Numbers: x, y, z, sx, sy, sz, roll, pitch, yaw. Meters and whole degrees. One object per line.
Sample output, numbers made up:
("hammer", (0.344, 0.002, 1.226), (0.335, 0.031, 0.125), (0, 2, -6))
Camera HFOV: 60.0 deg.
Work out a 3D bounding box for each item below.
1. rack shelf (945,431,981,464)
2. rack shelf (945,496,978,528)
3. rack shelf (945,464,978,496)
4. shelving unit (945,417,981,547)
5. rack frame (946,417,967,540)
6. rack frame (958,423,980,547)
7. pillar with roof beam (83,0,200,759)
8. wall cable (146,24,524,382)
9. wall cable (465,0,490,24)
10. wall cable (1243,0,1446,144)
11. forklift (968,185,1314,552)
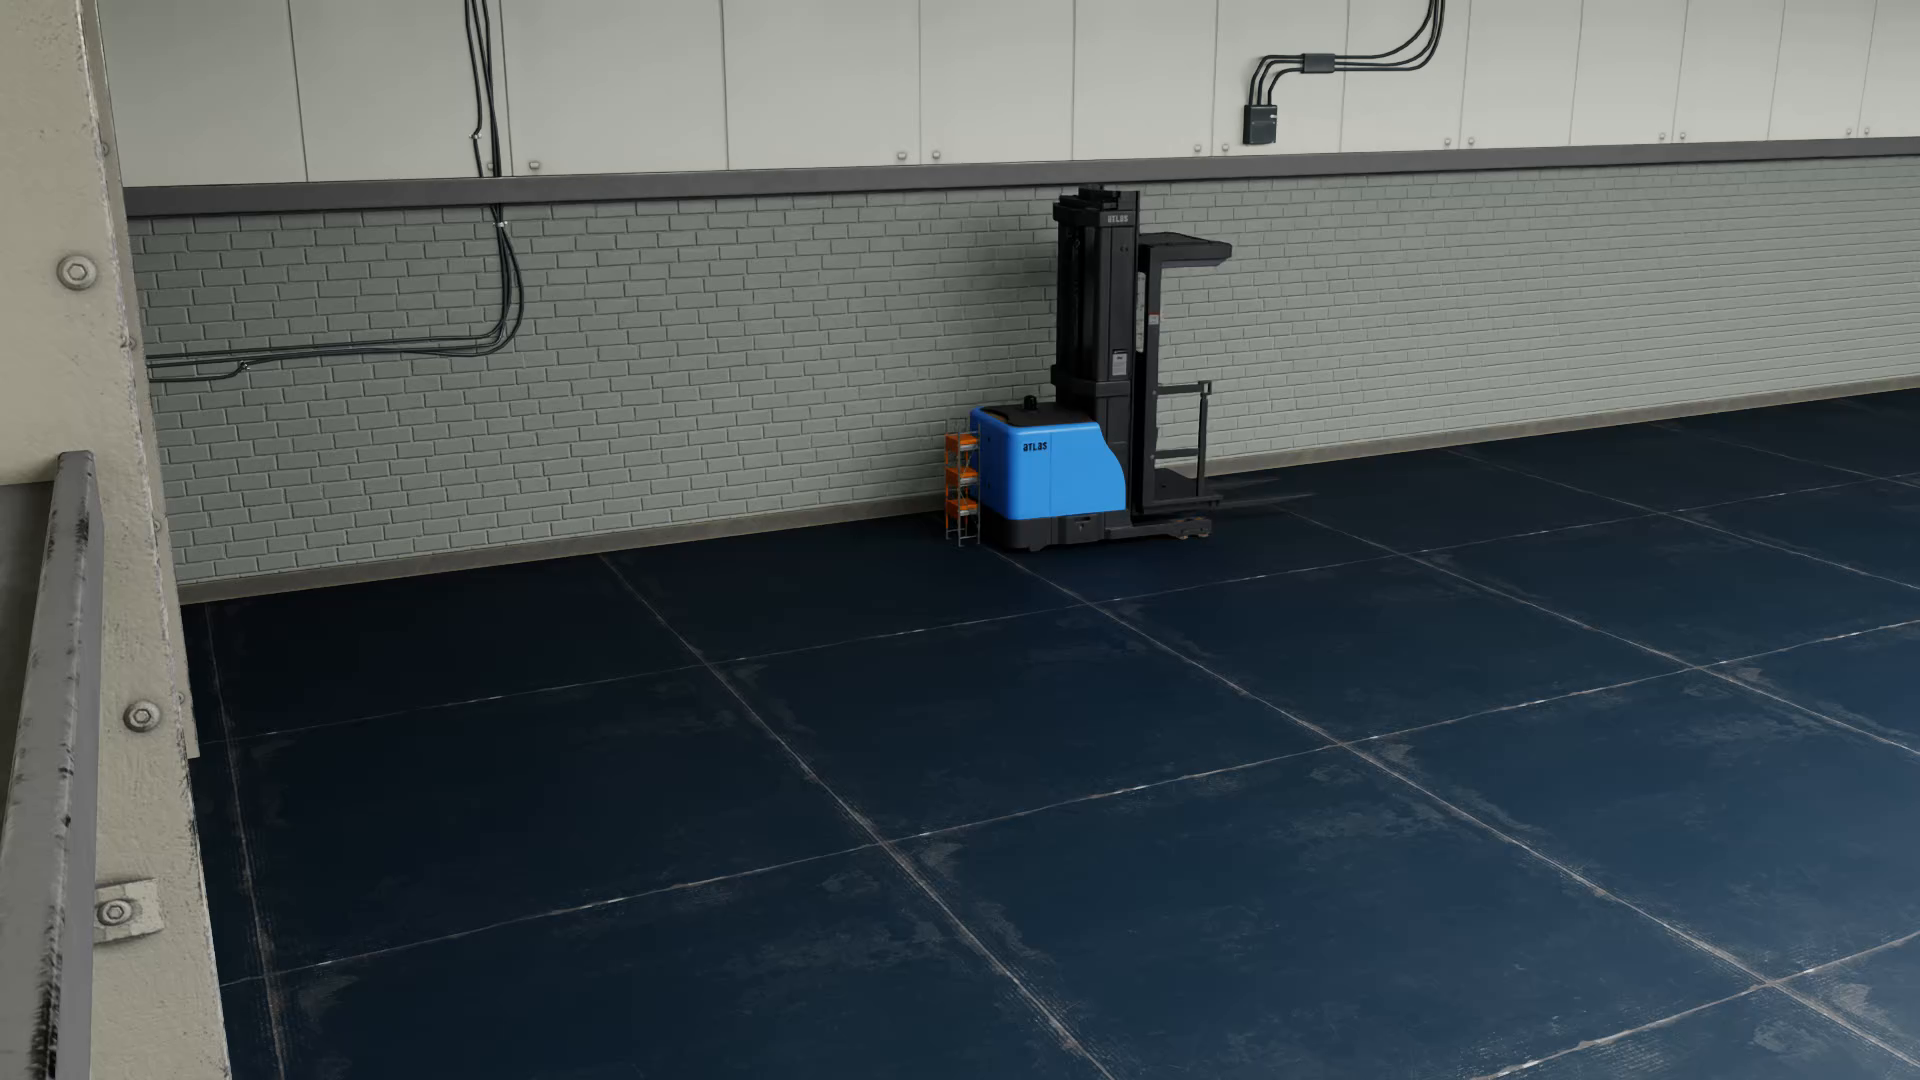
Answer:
("rack shelf", (0.023, -0.754, 13.984), (0.215, 0.259, 0.240), (-8, 18, -25))
("rack shelf", (0.023, -0.214, 14.139), (0.215, 0.259, 0.240), (-8, 18, -25))
("rack shelf", (0.023, -0.481, 14.063), (0.215, 0.259, 0.240), (-8, 18, -25))
("shelving unit", (0.023, -0.491, 14.060), (0.215, 1.050, 0.252), (-8, 18, -25))
("rack frame", (-0.030, -0.522, 14.165), (0.200, 1.050, 0.008), (-8, 18, -25))
("rack frame", (0.077, -0.461, 13.954), (0.200, 1.050, 0.008), (-8, 18, -25))
("pillar with roof beam", (-0.836, -3.599, 10.479), (9.100, 9.000, 0.400), (-8, 18, -25))
("wall cable", (-4.808, -2.477, 12.197), (3.097, 2.526, 0.112), (-8, 18, -25))
("wall cable", (-2.376, -5.231, 12.640), (3.097, 2.526, 0.112), (-8, 18, -25))
("wall cable", (3.733, -6.747, 15.284), (2.305, 6.003, 0.169), (-8, 18, -25))
("forklift", (1.638, -1.543, 14.313), (3.031, 2.935, 1.130), (-6, 17, -20))
